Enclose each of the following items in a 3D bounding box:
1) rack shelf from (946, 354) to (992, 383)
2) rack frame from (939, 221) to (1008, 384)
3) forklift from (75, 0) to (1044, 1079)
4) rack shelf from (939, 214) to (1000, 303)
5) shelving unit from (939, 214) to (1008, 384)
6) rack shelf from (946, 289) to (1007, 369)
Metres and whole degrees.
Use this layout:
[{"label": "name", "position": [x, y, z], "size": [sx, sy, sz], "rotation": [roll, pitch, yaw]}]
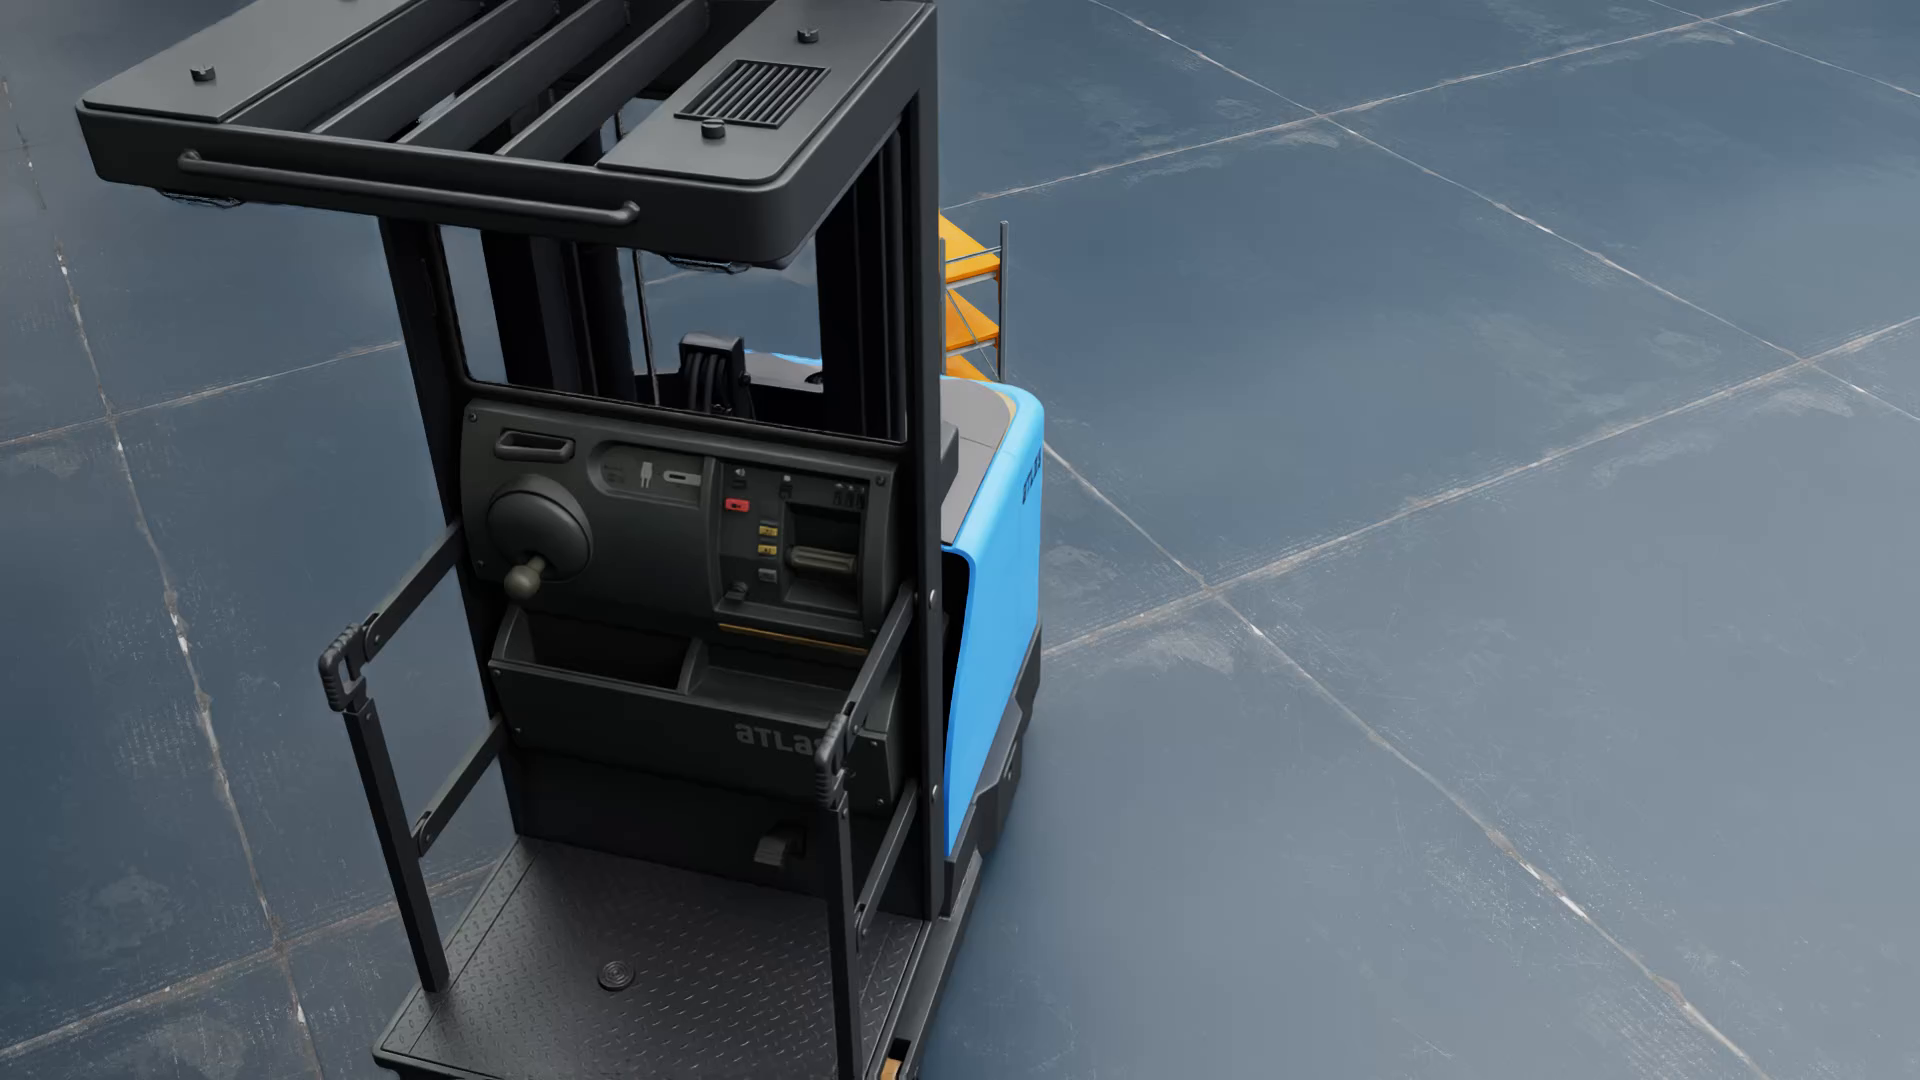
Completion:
[{"label": "rack shelf", "position": [-0.083, -0.515, 5.551], "size": [0.258, 0.148, 0.480], "rotation": [-19, 40, -24]}, {"label": "rack frame", "position": [0.039, -0.445, 5.341], "size": [0.240, 1.200, 0.015], "rotation": [-19, 40, -24]}, {"label": "forklift", "position": [-0.640, 0.036, 3.216], "size": [1.130, 2.935, 3.031], "rotation": [9, 37, 12]}, {"label": "rack shelf", "position": [-0.083, -0.886, 5.280], "size": [0.258, 0.148, 0.480], "rotation": [-19, 40, -24]}, {"label": "shelving unit", "position": [-0.083, -0.569, 5.512], "size": [0.258, 1.200, 0.503], "rotation": [-19, 40, -24]}, {"label": "rack shelf", "position": [-0.083, -0.695, 5.419], "size": [0.258, 0.148, 0.480], "rotation": [-19, 40, -24]}]
